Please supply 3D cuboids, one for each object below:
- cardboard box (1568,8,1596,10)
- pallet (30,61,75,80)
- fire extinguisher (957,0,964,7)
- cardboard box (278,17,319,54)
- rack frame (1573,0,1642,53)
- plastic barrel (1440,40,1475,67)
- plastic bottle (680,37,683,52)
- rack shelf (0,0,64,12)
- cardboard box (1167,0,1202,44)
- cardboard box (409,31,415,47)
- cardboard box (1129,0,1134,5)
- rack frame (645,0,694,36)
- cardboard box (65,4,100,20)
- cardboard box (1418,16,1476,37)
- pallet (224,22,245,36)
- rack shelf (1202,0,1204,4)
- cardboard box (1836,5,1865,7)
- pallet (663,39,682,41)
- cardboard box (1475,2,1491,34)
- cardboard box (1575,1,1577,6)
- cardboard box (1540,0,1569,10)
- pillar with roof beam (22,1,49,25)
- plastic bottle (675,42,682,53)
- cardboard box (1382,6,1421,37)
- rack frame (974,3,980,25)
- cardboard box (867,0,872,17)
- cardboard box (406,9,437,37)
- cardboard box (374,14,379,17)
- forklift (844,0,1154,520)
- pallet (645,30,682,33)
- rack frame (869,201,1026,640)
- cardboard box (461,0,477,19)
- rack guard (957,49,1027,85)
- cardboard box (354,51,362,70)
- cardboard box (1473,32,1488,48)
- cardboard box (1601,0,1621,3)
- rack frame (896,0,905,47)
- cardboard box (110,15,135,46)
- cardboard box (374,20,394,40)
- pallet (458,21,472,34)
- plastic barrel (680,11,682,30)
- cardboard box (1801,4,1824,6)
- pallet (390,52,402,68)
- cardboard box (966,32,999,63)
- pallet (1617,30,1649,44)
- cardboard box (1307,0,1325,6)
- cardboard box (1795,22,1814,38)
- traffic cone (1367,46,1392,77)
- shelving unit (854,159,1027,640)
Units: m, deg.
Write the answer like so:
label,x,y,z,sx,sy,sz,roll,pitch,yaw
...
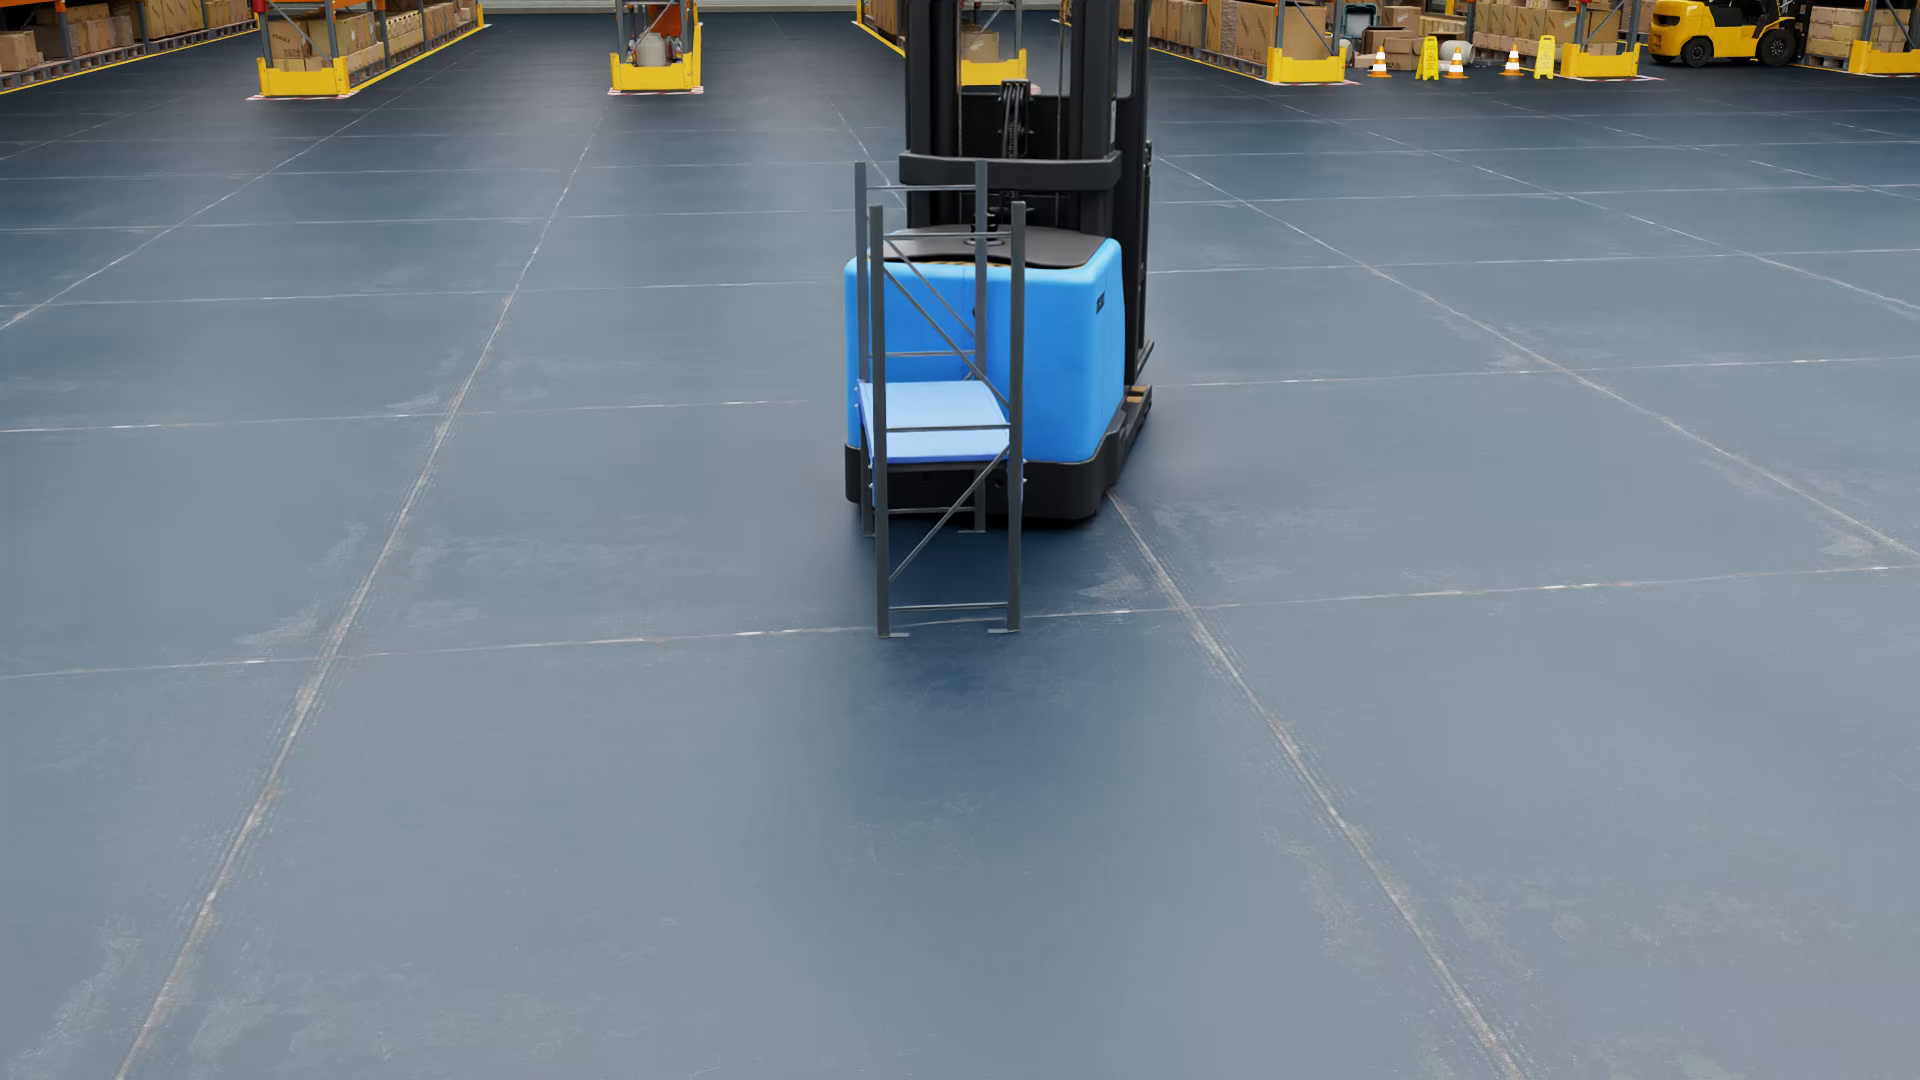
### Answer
label,x,y,z,sx,sy,sz,roll,pitch,yaw
cardboard box,10.301,-8.557,27.597,0.500,0.500,0.500,-4,21,-10
pallet,-14.729,-7.413,26.263,1.003,0.211,1.213,-3,21,-8
fire extinguisher,-0.019,-8.216,24.536,0.296,0.674,0.183,-3,21,-8
cardboard box,-9.913,-7.592,25.015,0.500,0.500,0.500,-3,21,-8
rack frame,10.227,-8.815,26.029,1.000,3.000,0.127,-3,21,-8
plastic barrel,8.431,-8.246,28.190,0.512,0.421,0.421,12,24,30
plastic bottle,-4.661,-8.234,27.727,0.061,0.283,0.133,-2,21,-5
rack shelf,-14.572,-7.921,24.664,1.077,0.370,4.000,-3,21,-8
cardboard box,4.453,-9.602,30.753,1.050,0.750,0.750,-3,21,-8
cardboard box,-10.071,-8.972,29.782,0.500,0.250,0.500,-2,21,-7
cardboard box,3.749,-11.075,33.981,0.500,0.250,0.500,-3,21,-7
rack frame,-6.210,-12.220,35.146,1.000,3.000,0.127,-3,21,-8
cardboard box,-15.183,-9.097,28.656,0.500,0.250,0.500,-3,21,-8
cardboard box,9.364,-9.836,31.920,0.950,0.372,0.625,-2,21,-6
pallet,-16.225,-11.104,36.145,1.003,0.211,1.213,-3,21,-8
rack shelf,4.479,-10.270,30.955,1.077,0.370,4.000,-3,21,-8
cardboard box,15.120,-8.966,28.335,0.500,0.250,0.500,-3,21,-8
pallet,-5.560,-9.258,31.203,1.003,0.211,1.213,-3,21,-8
cardboard box,9.469,-9.242,29.430,0.500,0.500,0.500,-2,21,-5
cardboard box,13.572,-11.352,35.796,0.500,0.500,0.500,-2,21,-5
cardboard box,9.734,-8.766,27.231,0.380,0.149,0.250,-2,21,-6
pillar with roof beam,-11.846,-12.869,28.310,9.100,9.000,0.400,-3,21,-8
plastic bottle,-4.526,-7.860,26.744,0.097,0.271,0.097,0,20,0
cardboard box,7.894,-9.283,29.774,0.500,0.500,0.500,-3,21,-8
rack frame,-0.156,-9.700,28.399,1.000,3.000,0.127,-3,21,-8
cardboard box,-1.714,-12.838,39.239,0.875,0.875,0.875,-3,21,-8
cardboard box,-10.400,-9.974,32.078,0.500,0.500,0.500,-4,21,-10
cardboard box,-10.596,-9.203,29.598,0.500,0.311,0.500,-3,21,-9
forklift,0.349,-1.936,7.711,1.130,2.935,3.031,5,21,12
pallet,-5.961,-10.221,33.780,1.003,0.211,1.213,-3,21,-8
rack frame,-0.039,-0.371,5.565,0.500,1.500,0.032,-2,21,-6
cardboard box,-11.367,-12.215,38.079,0.500,0.500,0.500,-3,21,-8
rack guard,0.410,-7.170,25.199,1.175,0.500,0.348,-3,21,-8
cardboard box,-9.387,-7.268,25.218,0.500,0.250,0.500,-3,21,-8
cardboard box,9.469,-8.890,29.562,0.500,0.250,0.500,-4,21,-10
cardboard box,13.664,-11.324,34.793,0.380,0.149,0.250,-4,21,-10
rack frame,-0.732,-11.085,32.107,1.000,3.000,0.127,-3,21,-8
cardboard box,-15.282,-9.124,29.800,0.700,0.500,0.500,-3,21,-7
cardboard box,-9.772,-8.528,27.791,0.500,0.311,0.500,-3,21,-8
pallet,-11.390,-11.326,36.739,1.003,0.211,1.213,-3,21,-8
plastic barrel,-5.884,-10.461,33.285,0.600,0.588,0.708,-3,21,-8
cardboard box,14.536,-9.113,28.730,0.500,0.250,0.500,-3,21,-9
pallet,-10.104,-8.148,28.230,1.003,0.211,1.213,-3,21,-8
cardboard box,0.347,-7.558,25.636,0.500,0.500,0.500,1,20,2
pallet,14.065,-10.243,33.839,1.003,0.211,1.213,-3,21,-8
cardboard box,8.513,-12.189,38.125,0.875,0.438,0.875,-3,21,-9
cardboard box,14.602,-8.714,28.374,0.500,0.250,0.500,-3,21,-9
traffic cone,6.672,-7.597,26.395,0.336,0.463,0.334,-3,21,-8
shelving unit,-0.093,-0.547,6.038,0.538,1.500,1.048,-2,21,-6
